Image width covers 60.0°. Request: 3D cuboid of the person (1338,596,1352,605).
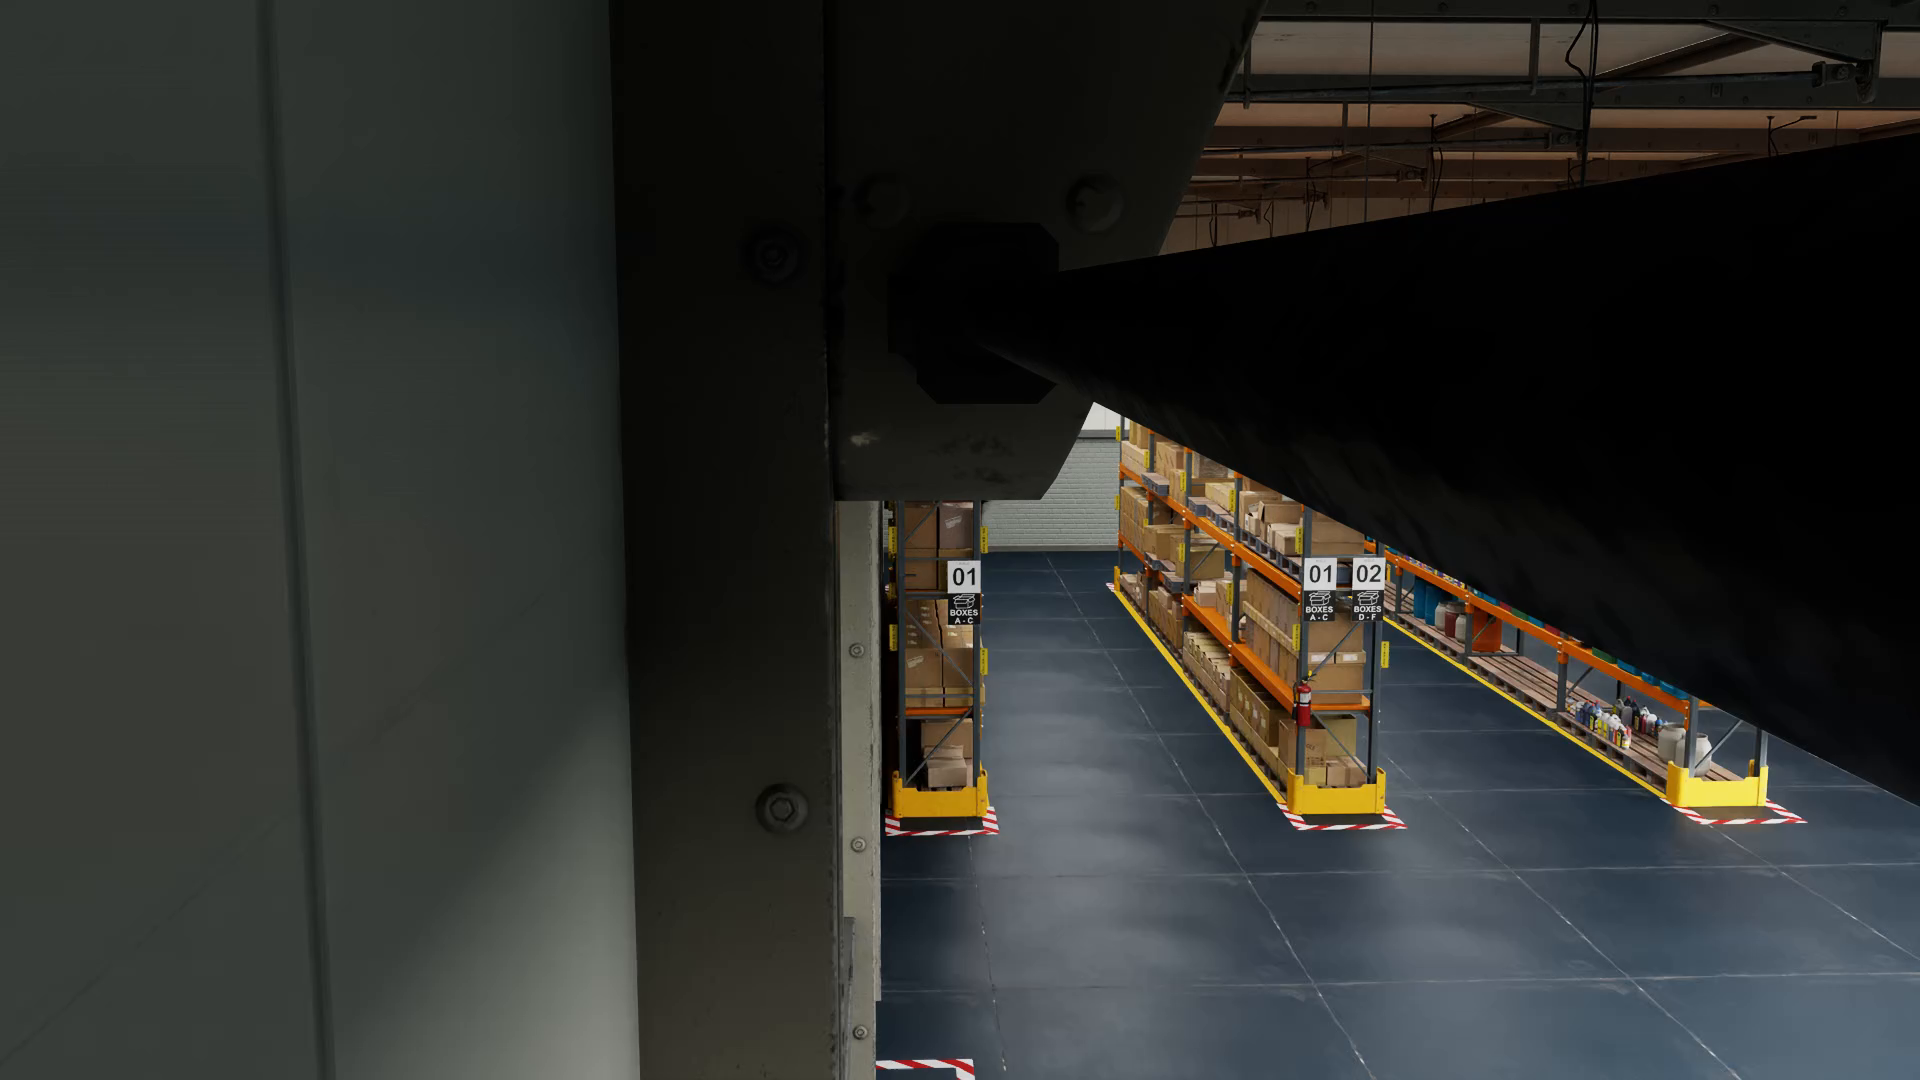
[{"bbox_3d":[6.368,1.472,28.012,0.551,1.675,0.653,-2,9,-16],"label":"person"}]
